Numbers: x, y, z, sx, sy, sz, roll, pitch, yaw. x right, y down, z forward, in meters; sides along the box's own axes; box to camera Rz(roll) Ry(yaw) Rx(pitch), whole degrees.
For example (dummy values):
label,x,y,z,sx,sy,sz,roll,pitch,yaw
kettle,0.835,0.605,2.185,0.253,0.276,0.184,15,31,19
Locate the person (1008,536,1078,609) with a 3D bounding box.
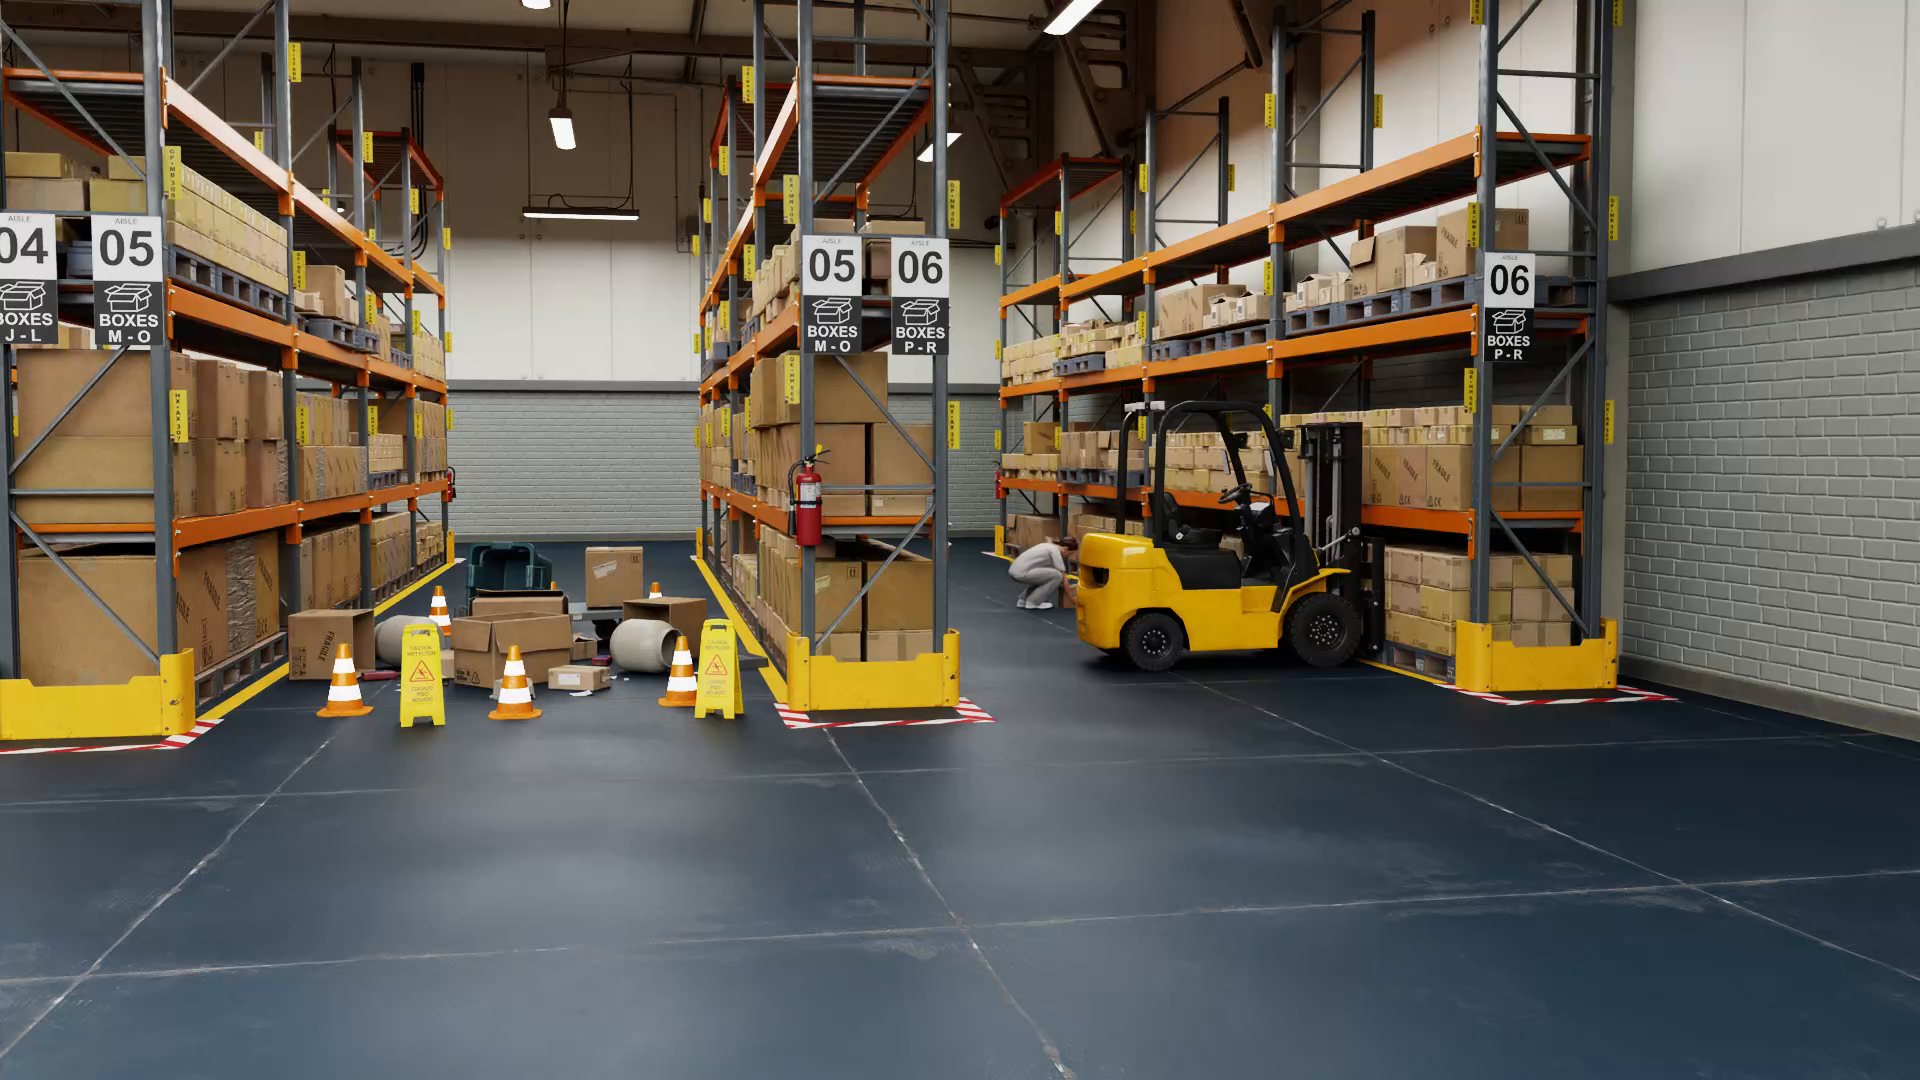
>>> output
label,x,y,z,sx,sy,sz,roll,pitch,yaw
person,0.941,0.364,18.601,0.803,0.807,0.464,-1,3,-11
